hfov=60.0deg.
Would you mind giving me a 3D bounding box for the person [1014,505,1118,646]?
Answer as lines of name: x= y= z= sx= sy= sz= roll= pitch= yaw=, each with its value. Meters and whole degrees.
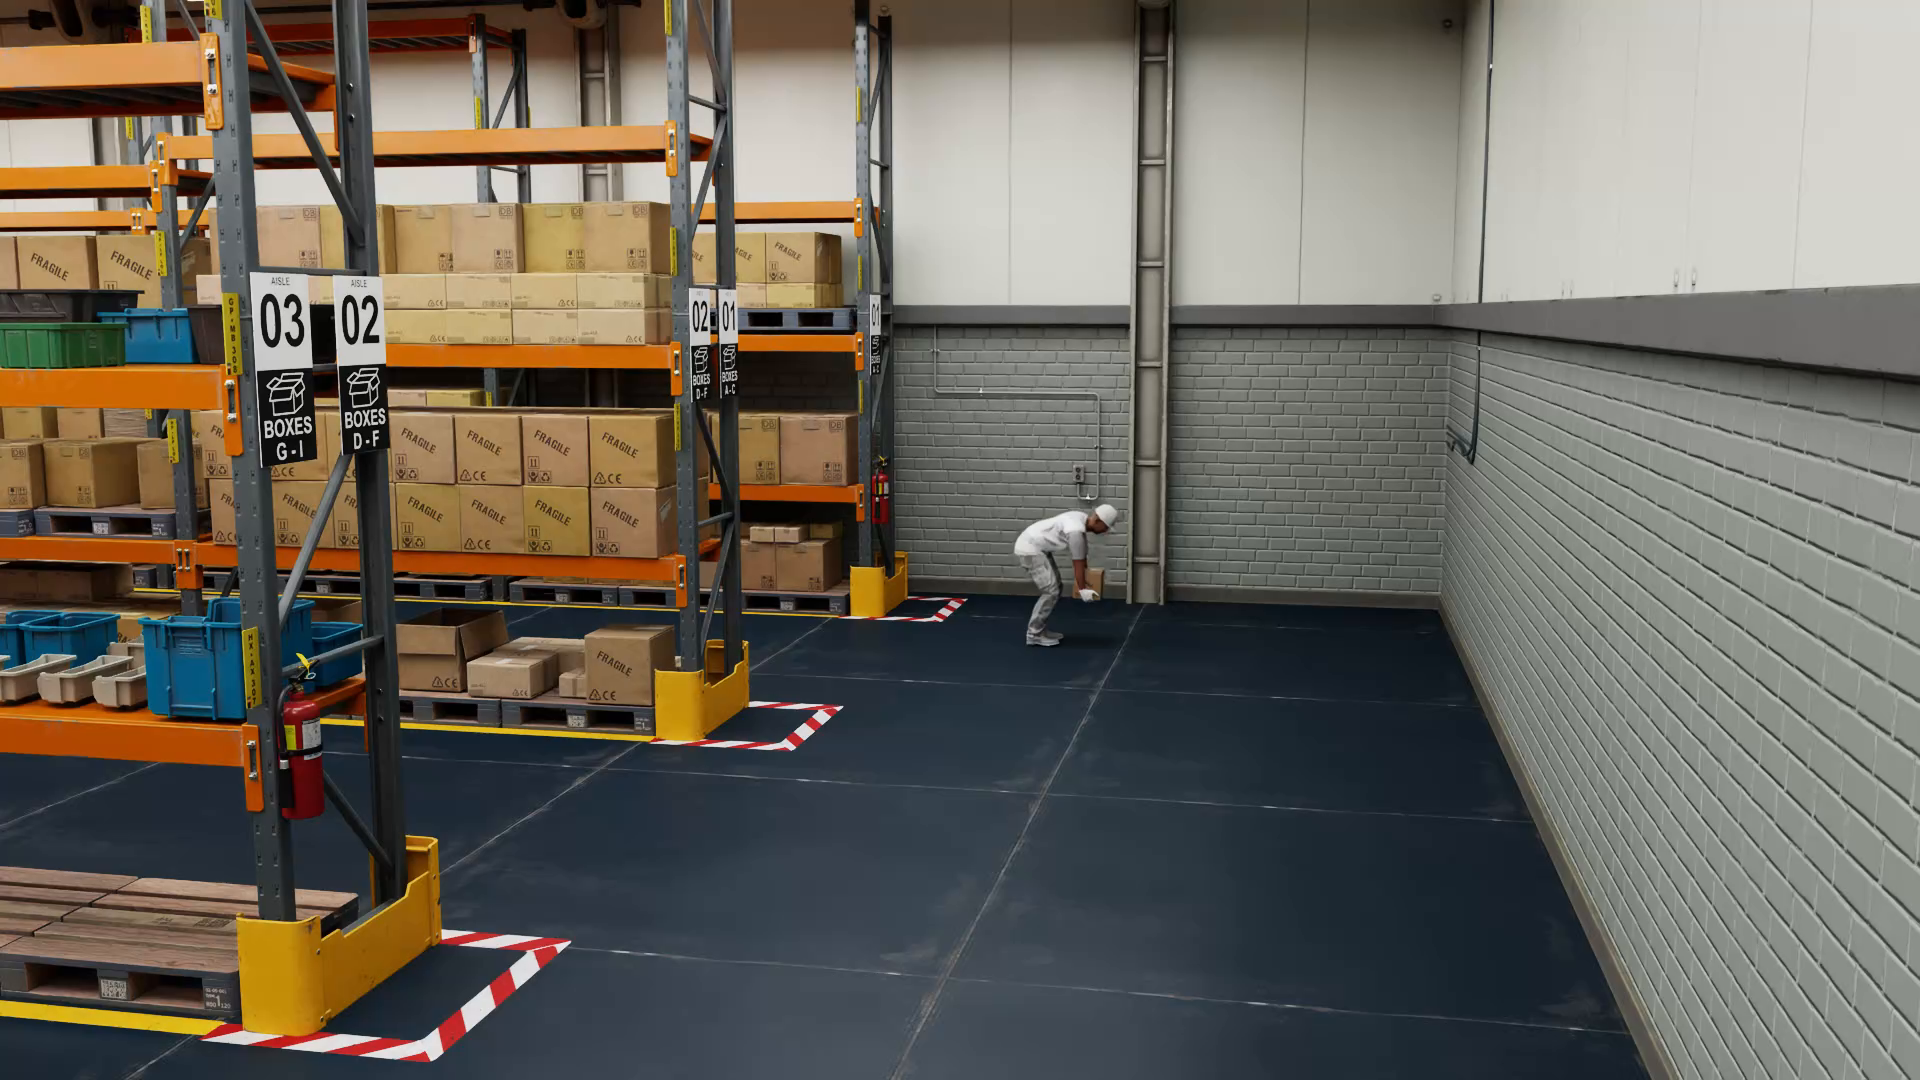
person: x=0.970 y=0.311 z=15.261 sx=0.938 sy=1.293 sz=0.507 roll=1 pitch=8 yaw=9
